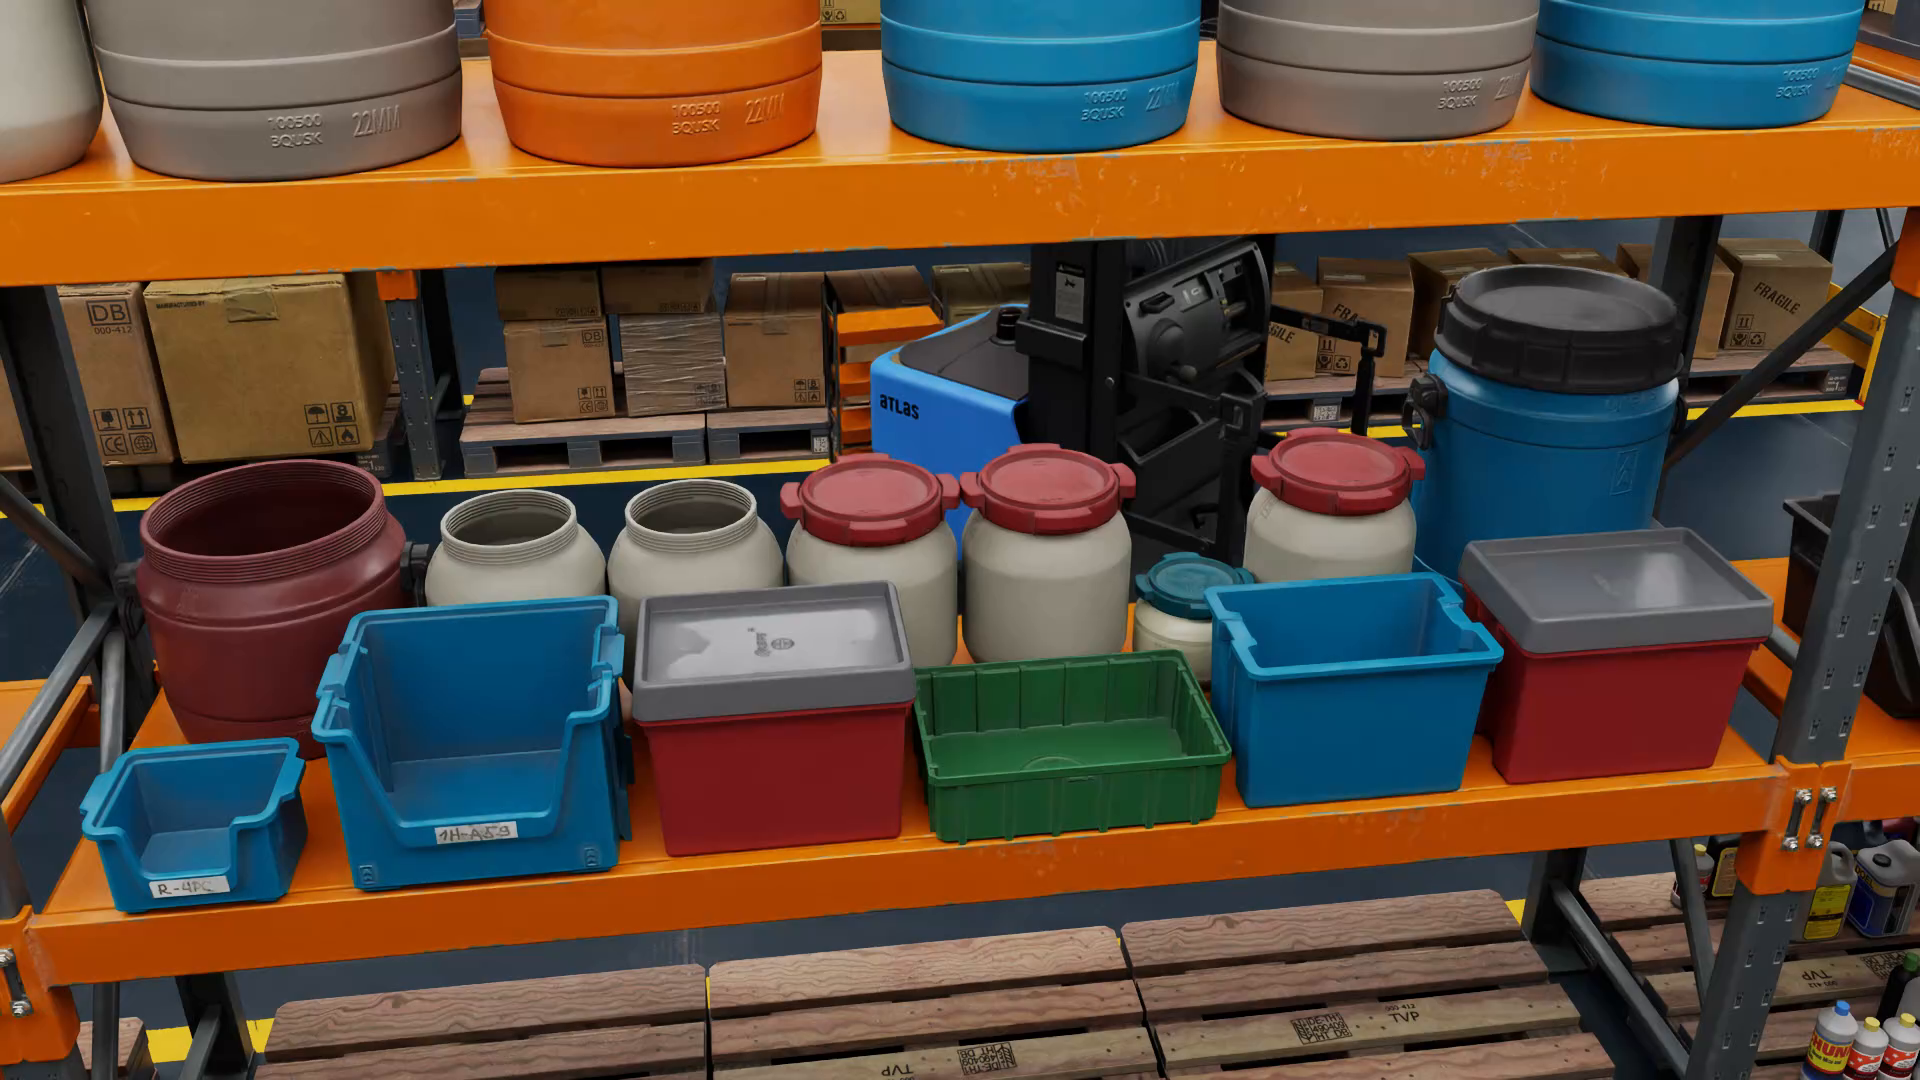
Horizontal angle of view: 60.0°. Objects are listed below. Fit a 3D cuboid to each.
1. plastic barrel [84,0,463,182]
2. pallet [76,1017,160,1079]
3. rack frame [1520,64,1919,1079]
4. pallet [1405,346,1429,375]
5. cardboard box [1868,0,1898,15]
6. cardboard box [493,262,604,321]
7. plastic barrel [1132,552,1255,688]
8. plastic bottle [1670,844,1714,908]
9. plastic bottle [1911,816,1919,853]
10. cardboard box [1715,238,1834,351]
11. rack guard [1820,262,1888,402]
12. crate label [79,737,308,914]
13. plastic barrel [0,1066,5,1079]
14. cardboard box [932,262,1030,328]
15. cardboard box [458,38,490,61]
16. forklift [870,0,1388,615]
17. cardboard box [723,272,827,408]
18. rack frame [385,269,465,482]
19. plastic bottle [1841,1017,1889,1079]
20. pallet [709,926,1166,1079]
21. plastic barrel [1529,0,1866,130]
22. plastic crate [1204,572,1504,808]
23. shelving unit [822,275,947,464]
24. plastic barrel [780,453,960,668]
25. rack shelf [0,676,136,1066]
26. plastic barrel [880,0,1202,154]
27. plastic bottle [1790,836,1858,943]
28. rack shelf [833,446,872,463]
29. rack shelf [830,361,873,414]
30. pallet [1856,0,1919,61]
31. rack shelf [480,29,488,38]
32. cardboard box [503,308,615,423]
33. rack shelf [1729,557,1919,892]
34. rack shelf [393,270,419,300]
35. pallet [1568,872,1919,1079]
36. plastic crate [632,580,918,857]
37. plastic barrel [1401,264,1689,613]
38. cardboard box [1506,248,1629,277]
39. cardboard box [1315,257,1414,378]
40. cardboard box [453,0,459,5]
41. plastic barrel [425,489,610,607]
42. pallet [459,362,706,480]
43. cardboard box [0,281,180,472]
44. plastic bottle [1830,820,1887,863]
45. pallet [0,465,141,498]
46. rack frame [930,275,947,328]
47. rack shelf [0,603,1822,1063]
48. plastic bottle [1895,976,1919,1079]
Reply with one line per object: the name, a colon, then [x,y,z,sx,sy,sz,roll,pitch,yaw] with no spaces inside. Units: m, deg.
plastic barrel: [-1.199,-1.125,2.821,0.600,0.901,0.600,0,27,0]
pallet: [-2.818,1.697,4.212,1.213,0.211,1.003,-4,27,-7]
rack frame: [1.918,0.133,4.206,0.127,3.000,1.000,-4,27,-7]
pallet: [3.099,-1.003,9.474,1.213,0.211,1.003,-4,27,-7]
cardboard box: [4.679,-2.836,8.460,0.500,0.500,0.500,-4,27,-7]
cardboard box: [-2.074,-1.325,8.482,0.500,0.250,0.500,-3,27,-5]
plastic barrel: [0.586,0.209,4.208,0.301,0.262,0.301,0,27,0]
plastic bottle: [2.234,1.018,5.063,0.097,0.201,0.097,0,27,0]
plastic bottle: [3.025,0.912,5.107,0.185,0.351,0.144,-4,27,-7]
cardboard box: [4.568,-1.403,9.477,0.500,0.500,0.500,1,27,2]
rack guard: [5.114,-1.244,9.626,0.348,0.500,1.175,-4,27,-7]
crate label: [-1.574,0.604,3.470,0.416,0.233,0.303,-4,27,-7]
plastic barrel: [-2.525,1.205,4.034,0.708,0.830,0.600,-4,27,-7]
cardboard box: [0.142,-1.139,8.940,0.500,0.500,0.700,-4,27,-7]
cardboard box: [-2.204,-2.136,8.057,0.500,0.500,0.500,-7,28,-13]
forklift: [1.066,-0.835,6.167,3.031,2.935,1.130,21,34,35]
cardboard box: [-0.964,-1.067,8.801,0.500,0.500,0.700,-1,27,-3]
rack frame: [-2.733,-1.852,8.073,0.127,3.000,1.000,-4,27,-7]
plastic bottle: [2.395,1.353,4.410,0.097,0.201,0.097,0,27,0]
pallet: [-0.065,1.520,4.556,1.213,0.211,1.003,-4,27,-7]
plastic barrel: [1.445,-1.294,3.152,0.708,0.901,0.600,-4,27,-7]
plastic crate: [0.869,0.351,3.798,0.575,0.384,0.392,-4,27,-7]
shelving unit: [-0.331,-0.568,7.542,0.503,1.200,0.258,-7,28,-14]
plastic barrel: [-0.215,0.108,4.105,0.433,0.535,0.433,0,27,0]
rack shelf: [-4.023,0.834,3.626,4.000,0.370,1.077,-4,27,-7]
plastic barrel: [0.149,-1.211,2.990,0.708,0.901,0.600,-4,27,-7]
plastic bottle: [2.536,1.009,4.917,0.185,0.351,0.144,-4,27,-7]
rack shelf: [-0.331,-0.331,7.664,0.480,0.148,0.258,-7,28,-14]
rack shelf: [-0.331,-0.707,7.471,0.480,0.148,0.258,-7,28,-14]
pallet: [2.619,-1.208,3.739,1.003,0.211,1.213,-4,27,-7]
rack shelf: [-5.304,-3.653,12.372,4.000,0.370,1.077,-4,27,-7]
cardboard box: [-2.072,-0.987,8.644,0.500,0.500,0.700,-5,28,-10]
rack shelf: [3.899,0.326,4.618,4.000,0.370,1.077,-4,27,-7]
rack shelf: [-0.752,-1.659,8.486,4.000,0.370,1.077,-4,27,-7]
pallet: [2.589,1.350,4.889,1.213,0.211,1.003,-4,27,-7]
plastic crate: [-0.400,0.394,3.626,0.583,0.464,0.402,-4,27,-7]
plastic barrel: [1.493,-0.203,4.310,0.708,0.901,0.600,-4,27,-7]
cardboard box: [3.359,-1.319,9.312,0.500,0.500,0.500,-1,27,-2]
cardboard box: [2.196,-1.228,9.136,0.500,0.500,0.500,5,28,9]
cardboard box: [-3.748,-3.936,11.951,0.250,0.149,0.380,-3,27,-6]
plastic barrel: [-1.054,0.175,4.000,0.421,0.512,0.421,0,27,0]
pallet: [-1.959,-0.660,8.806,1.213,0.211,1.003,-4,27,-7]
cardboard box: [-4.303,-1.006,8.292,0.875,0.875,1.225,-4,27,-7]
plastic bottle: [2.706,0.932,5.067,0.185,0.351,0.144,-5,28,-10]
pallet: [-4.730,-0.519,8.530,1.213,0.211,1.003,-4,27,-7]
rack frame: [-0.096,-0.597,7.600,0.015,1.200,0.240,-7,28,-14]
rack shelf: [-0.062,0.580,4.122,4.000,0.370,1.077,-4,27,-7]
plastic bottle: [2.611,1.294,4.444,0.135,0.276,0.152,-3,27,-5]
